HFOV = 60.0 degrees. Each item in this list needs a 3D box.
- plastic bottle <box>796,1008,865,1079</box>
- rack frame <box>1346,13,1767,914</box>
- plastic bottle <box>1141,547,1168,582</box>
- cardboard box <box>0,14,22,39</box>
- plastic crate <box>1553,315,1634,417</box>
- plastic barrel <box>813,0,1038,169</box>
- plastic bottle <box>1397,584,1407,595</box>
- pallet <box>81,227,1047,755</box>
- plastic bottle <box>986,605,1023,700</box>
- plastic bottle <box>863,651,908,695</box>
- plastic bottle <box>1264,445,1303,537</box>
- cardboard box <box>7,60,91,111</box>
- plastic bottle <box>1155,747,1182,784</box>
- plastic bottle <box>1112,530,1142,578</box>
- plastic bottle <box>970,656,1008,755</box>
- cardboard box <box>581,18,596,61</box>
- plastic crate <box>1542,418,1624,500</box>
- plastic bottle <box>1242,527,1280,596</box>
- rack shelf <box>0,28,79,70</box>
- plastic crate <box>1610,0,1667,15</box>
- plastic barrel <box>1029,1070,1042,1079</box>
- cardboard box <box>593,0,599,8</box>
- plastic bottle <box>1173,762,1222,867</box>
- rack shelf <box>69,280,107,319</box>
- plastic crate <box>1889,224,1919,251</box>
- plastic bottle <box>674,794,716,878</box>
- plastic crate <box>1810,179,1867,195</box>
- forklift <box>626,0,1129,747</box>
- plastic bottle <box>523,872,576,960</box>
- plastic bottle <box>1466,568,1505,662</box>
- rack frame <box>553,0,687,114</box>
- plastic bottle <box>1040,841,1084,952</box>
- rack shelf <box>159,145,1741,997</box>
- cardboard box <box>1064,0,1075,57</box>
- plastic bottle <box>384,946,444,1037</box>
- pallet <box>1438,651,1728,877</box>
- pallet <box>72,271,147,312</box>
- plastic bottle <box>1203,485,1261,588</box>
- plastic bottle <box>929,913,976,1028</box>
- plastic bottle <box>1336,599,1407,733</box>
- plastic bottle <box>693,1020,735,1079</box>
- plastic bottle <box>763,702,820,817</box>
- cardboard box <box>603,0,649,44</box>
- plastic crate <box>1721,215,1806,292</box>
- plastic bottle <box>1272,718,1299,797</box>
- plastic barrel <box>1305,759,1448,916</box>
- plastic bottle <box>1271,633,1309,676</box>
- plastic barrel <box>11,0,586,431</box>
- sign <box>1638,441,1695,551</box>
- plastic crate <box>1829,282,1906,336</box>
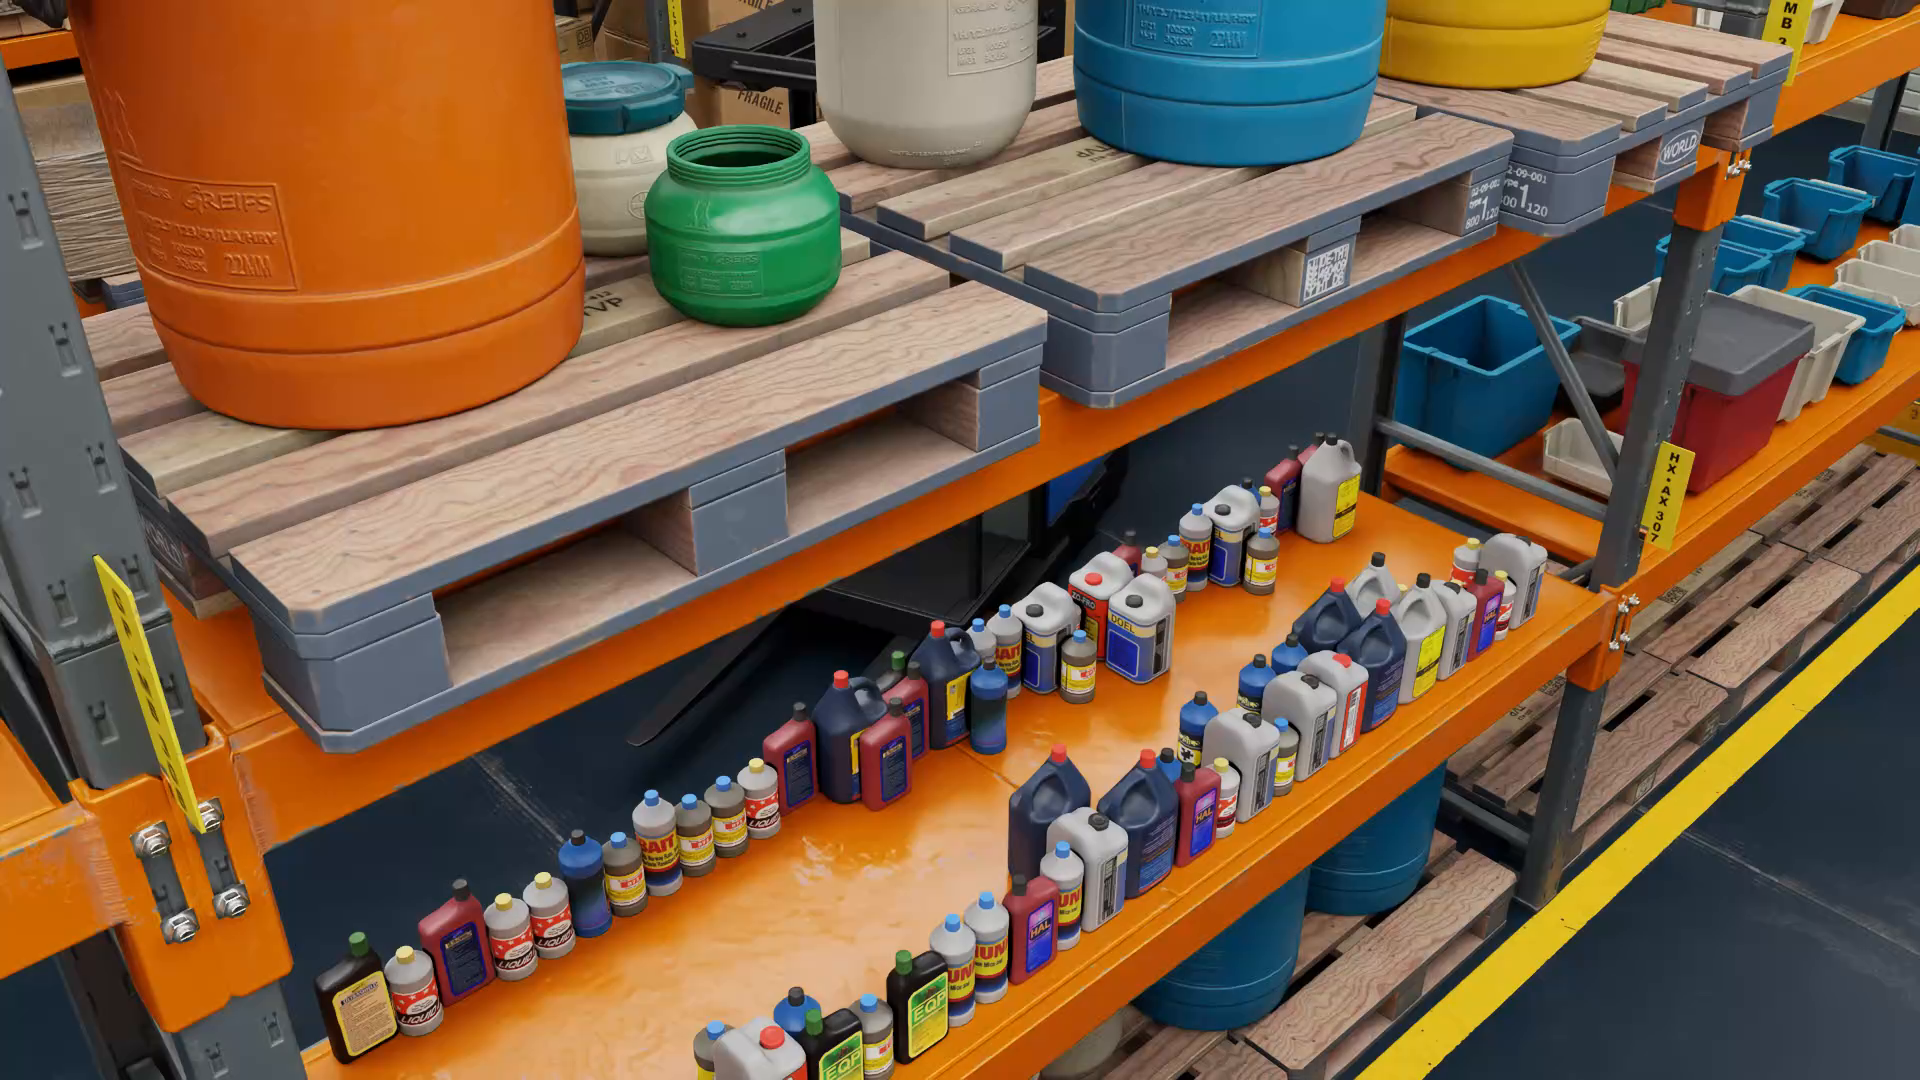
[{"bbox_3d":[-0.257,1.026,3.308,0.133,0.283,0.061,-26,40,-35],"label":"plastic bottle"},{"bbox_3d":[1.671,-0.218,5.232,0.127,3.000,1.000,-26,40,-35],"label":"rack frame"},{"bbox_3d":[0.558,0.114,4.878,0.097,0.201,0.097,0,31,0],"label":"plastic bottle"},{"bbox_3d":[-6.082,-3.247,10.407,0.250,0.149,0.380,-27,41,-37],"label":"cardboard box"},{"bbox_3d":[2.309,-0.626,6.105,0.590,0.125,0.437,-26,40,-35],"label":"plastic crate"},{"bbox_3d":[-0.065,-1.003,3.106,0.433,0.535,0.433,0,31,0],"label":"plastic barrel"},{"bbox_3d":[1.235,0.218,4.708,0.097,0.201,0.097,0,31,0],"label":"plastic bottle"},{"bbox_3d":[-0.635,-0.232,2.561,1.213,0.211,1.003,-26,40,-35],"label":"pallet"},{"bbox_3d":[0.120,0.296,4.513,0.097,0.271,0.097,0,31,0],"label":"plastic bottle"},{"bbox_3d":[-0.184,0.425,4.291,0.133,0.283,0.061,-26,40,-35],"label":"plastic bottle"},{"bbox_3d":[1.014,-0.154,5.239,0.133,0.283,0.061,-26,40,-35],"label":"plastic bottle"},{"bbox_3d":[-6.103,-2.673,10.905,0.750,0.750,0.750,-24,39,-34],"label":"cardboard box"},{"bbox_3d":[0.490,0.614,3.994,0.097,0.271,0.097,0,31,0],"label":"plastic bottle"},{"bbox_3d":[0.461,0.113,4.801,0.133,0.283,0.061,-26,40,-35],"label":"plastic bottle"},{"bbox_3d":[0.075,0.421,4.310,0.097,0.271,0.097,0,31,0],"label":"plastic bottle"},{"bbox_3d":[-3.313,-3.897,13.241,0.500,0.500,0.700,-27,41,-37],"label":"cardboard box"},{"bbox_3d":[2.109,-0.242,5.465,0.243,0.136,0.396,-26,40,-35],"label":"plastic crate"},{"bbox_3d":[0.903,0.056,4.974,0.097,0.201,0.097,0,31,0],"label":"plastic bottle"},{"bbox_3d":[-6.532,-2.992,10.457,4.000,0.370,1.077,-26,40,-35],"label":"rack shelf"},{"bbox_3d":[1.776,-1.673,4.939,0.662,0.188,0.450,-26,40,-35],"label":"plastic crate"},{"bbox_3d":[-0.087,1.470,4.380,0.708,0.588,0.600,-26,40,-35],"label":"plastic barrel"},{"bbox_3d":[-2.735,-4.324,13.317,0.250,0.149,0.380,-25,39,-34],"label":"cardboard box"},{"bbox_3d":[0.557,0.633,3.951,0.133,0.283,0.061,-26,40,-35],"label":"plastic bottle"},{"bbox_3d":[-3.161,-1.098,7.360,4.000,0.370,1.077,-26,40,-35],"label":"rack shelf"},{"bbox_3d":[4.129,-1.192,7.019,0.243,0.136,0.396,-26,40,-35],"label":"plastic crate"},{"bbox_3d":[-0.633,0.690,3.936,0.097,0.201,0.097,0,31,0],"label":"plastic bottle"},{"bbox_3d":[3.908,-1.506,7.533,0.298,0.136,0.250,-26,40,-35],"label":"plastic crate"},{"bbox_3d":[-0.272,-0.955,6.502,1.130,2.935,3.031,14,34,22],"label":"forklift"},{"bbox_3d":[-0.918,0.828,3.710,0.097,0.201,0.097,0,31,0],"label":"plastic bottle"},{"bbox_3d":[1.463,0.195,4.668,0.133,0.283,0.061,-26,40,-35],"label":"plastic bottle"},{"bbox_3d":[-1.694,-2.114,8.333,0.127,3.000,1.000,-26,40,-35],"label":"rack frame"},{"bbox_3d":[0.225,0.785,3.714,0.097,0.271,0.097,0,31,0],"label":"plastic bottle"},{"bbox_3d":[0.204,-0.482,3.477,4.000,0.370,1.077,-26,40,-35],"label":"rack shelf"},{"bbox_3d":[0.348,-2.953,9.608,0.500,0.500,0.500,-25,40,-35],"label":"cardboard box"},{"bbox_3d":[-1.159,0.945,3.520,0.097,0.201,0.097,0,31,0],"label":"plastic bottle"},{"bbox_3d":[2.184,0.696,6.410,1.213,0.211,1.003,-26,40,-35],"label":"pallet"},{"bbox_3d":[-3.205,-1.305,7.193,1.213,0.211,1.003,-26,40,-35],"label":"pallet"},{"bbox_3d":[0.804,-0.017,5.022,0.135,0.276,0.152,-26,40,-35],"label":"plastic bottle"},{"bbox_3d":[-0.015,0.902,3.523,0.097,0.271,0.097,0,31,0],"label":"plastic bottle"},{"bbox_3d":[1.084,0.320,4.399,0.185,0.351,0.144,-26,40,-35],"label":"plastic bottle"},{"bbox_3d":[-0.484,1.050,3.348,0.097,0.201,0.097,0,31,0],"label":"plastic bottle"},{"bbox_3d":[-0.418,0.538,4.106,0.133,0.283,0.061,-26,40,-35],"label":"plastic bottle"},{"bbox_3d":[-1.500,-2.862,8.501,0.500,0.500,0.500,-26,40,-35],"label":"cardboard box"},{"bbox_3d":[3.234,-1.163,6.879,0.300,0.233,0.416,-26,40,-35],"label":"plastic crate"},{"bbox_3d":[0.799,0.538,4.186,0.097,0.201,0.097,0,31,0],"label":"plastic bottle"},{"bbox_3d":[1.260,0.684,5.365,0.708,0.901,0.600,-26,40,-35],"label":"plastic barrel"},{"bbox_3d":[0.865,0.367,4.397,0.097,0.271,0.097,0,31,0],"label":"plastic bottle"},{"bbox_3d":[-0.844,-0.642,2.235,0.708,0.830,0.600,-26,40,-35],"label":"plastic barrel"},{"bbox_3d":[2.043,-0.125,4.814,0.005,0.325,0.100,-26,40,-35],"label":"sign"},{"bbox_3d":[3.515,-0.874,6.499,0.250,0.136,0.298,-26,40,-35],"label":"plastic crate"}]
